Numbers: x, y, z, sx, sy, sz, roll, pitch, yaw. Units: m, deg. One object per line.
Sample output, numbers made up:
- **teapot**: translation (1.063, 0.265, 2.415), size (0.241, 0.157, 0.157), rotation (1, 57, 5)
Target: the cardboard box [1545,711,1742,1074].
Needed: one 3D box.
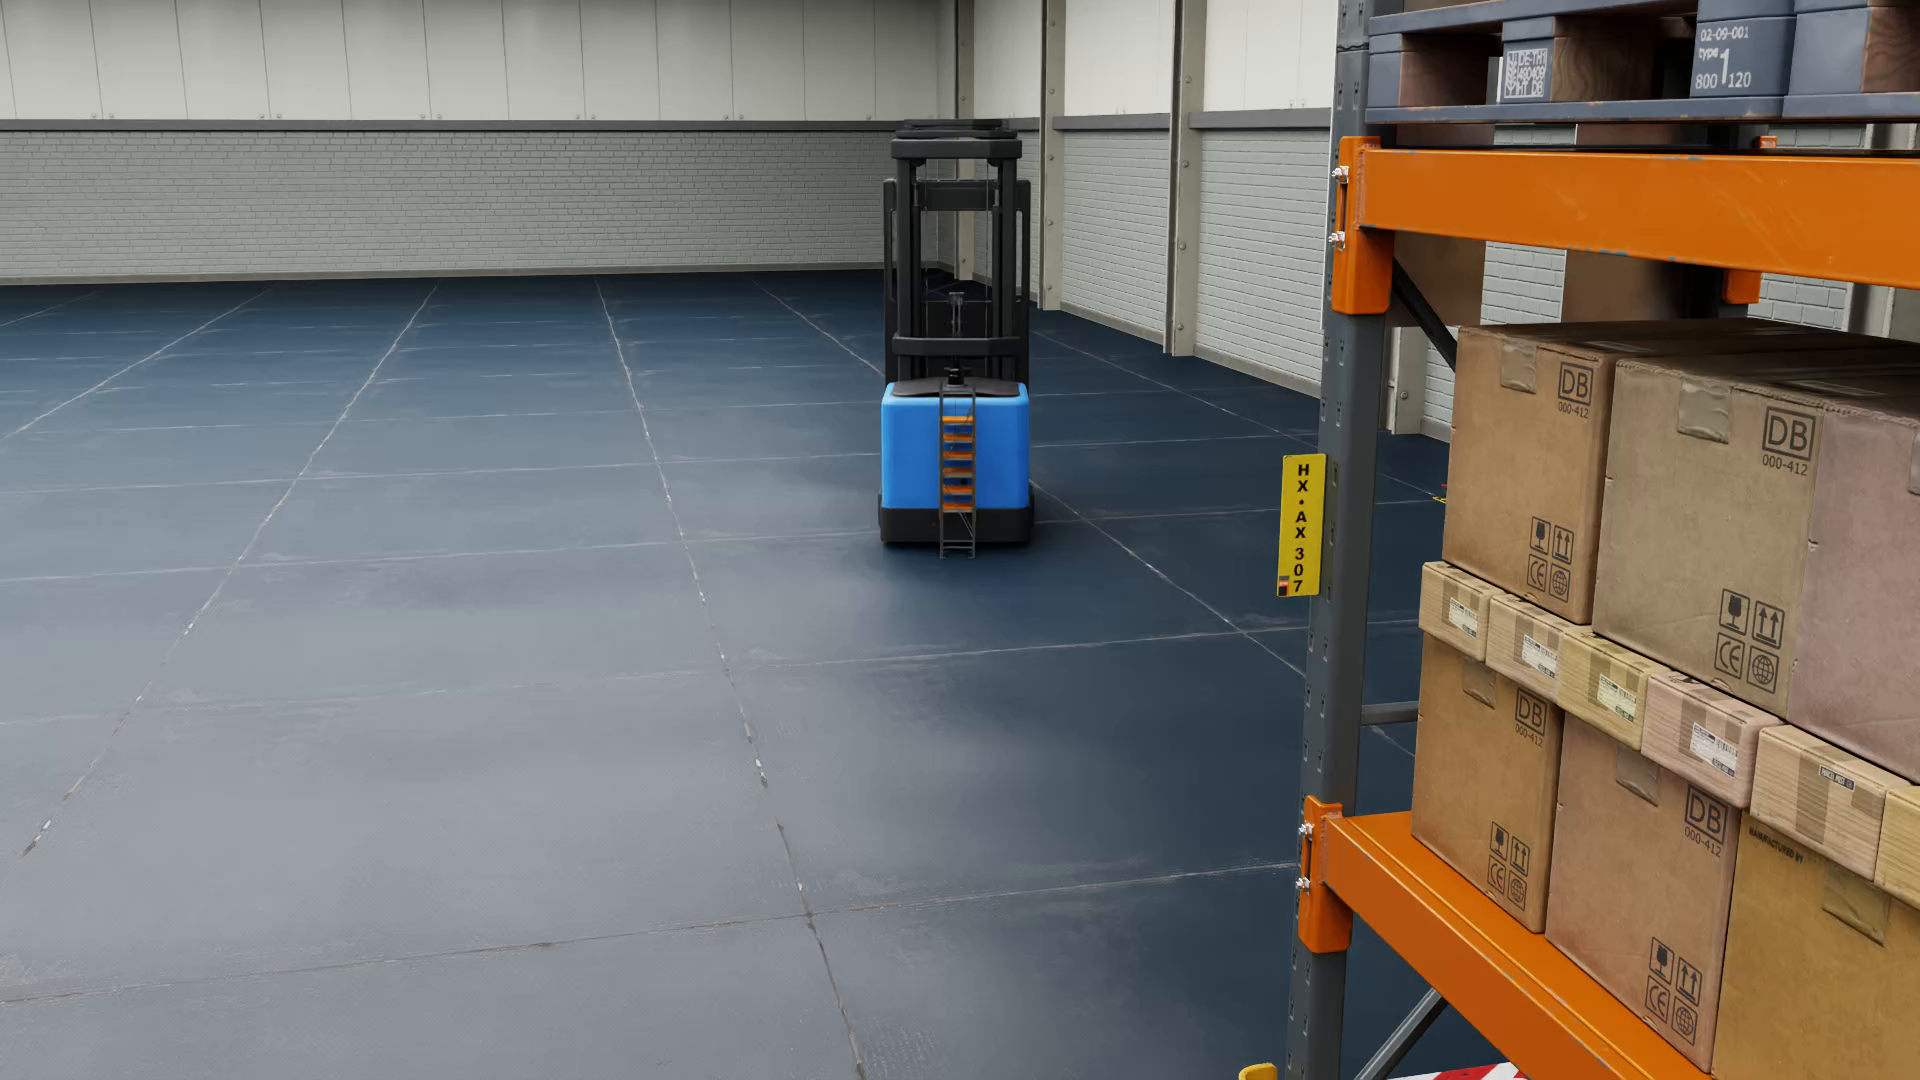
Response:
- **cardboard box**: translation (1.535, 0.578, 3.029), size (0.700, 0.500, 0.500), rotation (-3, 14, -12)

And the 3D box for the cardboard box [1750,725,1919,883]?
- **cardboard box**: translation (1.437, 0.375, 2.496), size (0.380, 0.149, 0.250), rotation (-4, 14, -15)

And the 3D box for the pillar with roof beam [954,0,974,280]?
- **pillar with roof beam**: translation (-4.101, -9.361, 31.283), size (9.100, 9.000, 0.400), rotation (-3, 14, -13)

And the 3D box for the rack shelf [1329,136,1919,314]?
- **rack shelf**: translation (1.779, -0.249, 1.820), size (1.077, 0.370, 4.000), rotation (-3, 14, -13)

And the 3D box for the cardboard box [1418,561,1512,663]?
- **cardboard box**: translation (1.193, 0.137, 3.471), size (0.380, 0.149, 0.250), rotation (-3, 14, -14)

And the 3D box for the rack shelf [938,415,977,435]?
- **rack shelf**: translation (-0.016, -0.781, 11.266), size (0.258, 0.103, 0.180), rotation (0, 14, 0)

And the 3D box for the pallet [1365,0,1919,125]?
- **pallet**: translation (1.451, -0.852, 2.960), size (1.003, 0.211, 1.213), rotation (-3, 14, -13)

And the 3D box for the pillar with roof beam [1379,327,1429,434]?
- **pillar with roof beam**: translation (0.126, -5.209, 14.286), size (9.100, 9.000, 0.400), rotation (-3, 14, -13)

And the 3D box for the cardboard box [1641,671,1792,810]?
- **cardboard box**: translation (1.372, 0.313, 2.747), size (0.380, 0.149, 0.250), rotation (-4, 14, -14)

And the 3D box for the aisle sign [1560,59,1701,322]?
- **aisle sign**: translation (1.580, -0.897, 3.800), size (0.394, 0.787, 0.004), rotation (-3, 14, -13)

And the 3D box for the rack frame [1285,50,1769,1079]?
- **rack frame**: translation (1.310, 0.398, 3.979), size (1.000, 3.000, 0.127), rotation (-3, 14, -13)

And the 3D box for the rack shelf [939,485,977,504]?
- **rack shelf**: translation (-0.016, -0.315, 11.380), size (0.258, 0.103, 0.180), rotation (0, 14, 0)

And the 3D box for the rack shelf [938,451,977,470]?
- **rack shelf**: translation (-0.016, -0.548, 11.323), size (0.258, 0.103, 0.180), rotation (0, 14, 0)

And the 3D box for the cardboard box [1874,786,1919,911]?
- **cardboard box**: translation (1.497, 0.434, 2.255), size (0.380, 0.149, 0.250), rotation (-3, 14, -14)

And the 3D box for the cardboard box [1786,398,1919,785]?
- **cardboard box**: translation (1.667, 0.077, 2.348), size (0.700, 0.500, 0.500), rotation (-3, 14, -13)

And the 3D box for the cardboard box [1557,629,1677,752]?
- **cardboard box**: translation (1.314, 0.255, 2.986), size (0.380, 0.149, 0.250), rotation (-3, 14, -13)

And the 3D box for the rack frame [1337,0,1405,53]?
- **rack frame**: translation (1.310, -2.517, 3.267), size (1.000, 3.000, 0.127), rotation (-3, 14, -13)

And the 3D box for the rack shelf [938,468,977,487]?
- **rack shelf**: translation (-0.016, -0.431, 11.351), size (0.258, 0.103, 0.180), rotation (0, 14, 0)

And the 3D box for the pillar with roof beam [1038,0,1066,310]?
- **pillar with roof beam**: translation (-2.692, -7.977, 25.617), size (9.100, 9.000, 0.400), rotation (-3, 14, -13)

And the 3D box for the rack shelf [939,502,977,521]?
- **rack shelf**: translation (-0.016, -0.198, 11.408), size (0.258, 0.103, 0.180), rotation (0, 14, 0)

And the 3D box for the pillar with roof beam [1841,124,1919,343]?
- **pillar with roof beam**: translation (1.535, -3.825, 8.620), size (9.100, 9.000, 0.400), rotation (-3, 14, -13)

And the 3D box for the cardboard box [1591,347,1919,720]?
- **cardboard box**: translation (1.548, -0.039, 2.824), size (0.700, 0.500, 0.500), rotation (-4, 14, -15)

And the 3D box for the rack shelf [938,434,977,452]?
- **rack shelf**: translation (-0.016, -0.664, 11.294), size (0.258, 0.103, 0.180), rotation (0, 14, 0)

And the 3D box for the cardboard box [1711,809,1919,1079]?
- **cardboard box**: translation (1.646, 0.693, 2.558), size (0.700, 0.500, 0.500), rotation (-3, 14, -13)

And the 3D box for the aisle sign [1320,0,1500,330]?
- **aisle sign**: translation (0.997, -0.863, 3.663), size (0.394, 0.787, 0.004), rotation (-3, 14, -13)

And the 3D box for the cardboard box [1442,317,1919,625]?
- **cardboard box**: translation (1.419, -0.160, 3.319), size (0.700, 0.500, 0.500), rotation (-3, 14, -13)

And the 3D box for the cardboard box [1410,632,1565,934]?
- **cardboard box**: translation (1.407, 0.458, 3.523), size (0.700, 0.500, 0.500), rotation (-3, 14, -13)

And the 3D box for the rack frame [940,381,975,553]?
- **rack frame**: translation (-0.015, -0.496, 11.430), size (0.240, 1.200, 0.006), rotation (0, 14, 0)

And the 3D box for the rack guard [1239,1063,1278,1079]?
- **rack guard**: translation (1.304, 1.606, 4.298), size (1.175, 0.500, 0.348), rotation (-3, 14, -13)

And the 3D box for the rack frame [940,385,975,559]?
- **rack frame**: translation (-0.017, -0.453, 11.252), size (0.240, 1.200, 0.006), rotation (0, 14, 0)

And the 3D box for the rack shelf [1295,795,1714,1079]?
- **rack shelf**: translation (1.779, 1.209, 2.176), size (1.077, 0.370, 4.000), rotation (-3, 14, -13)

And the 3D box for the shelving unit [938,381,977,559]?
- **shelving unit**: translation (-0.016, -0.474, 11.341), size (0.258, 1.200, 0.189), rotation (0, 14, 0)

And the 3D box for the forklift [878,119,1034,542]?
- **forklift**: translation (-0.020, -1.698, 12.702), size (1.130, 2.935, 3.031), rotation (0, 14, 0)

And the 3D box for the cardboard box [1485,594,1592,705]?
- **cardboard box**: translation (1.257, 0.197, 3.222), size (0.380, 0.149, 0.250), rotation (-4, 14, -15)

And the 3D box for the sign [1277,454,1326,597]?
- **sign**: translation (0.769, -0.032, 3.746), size (0.100, 0.325, 0.005), rotation (-3, 14, -13)

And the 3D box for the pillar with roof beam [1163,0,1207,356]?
- **pillar with roof beam**: translation (-1.283, -6.593, 19.952), size (9.100, 9.000, 0.400), rotation (-3, 14, -13)

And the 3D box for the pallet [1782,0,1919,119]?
- **pallet**: translation (1.741, -0.570, 1.806), size (1.003, 0.211, 1.213), rotation (-3, 14, -13)
